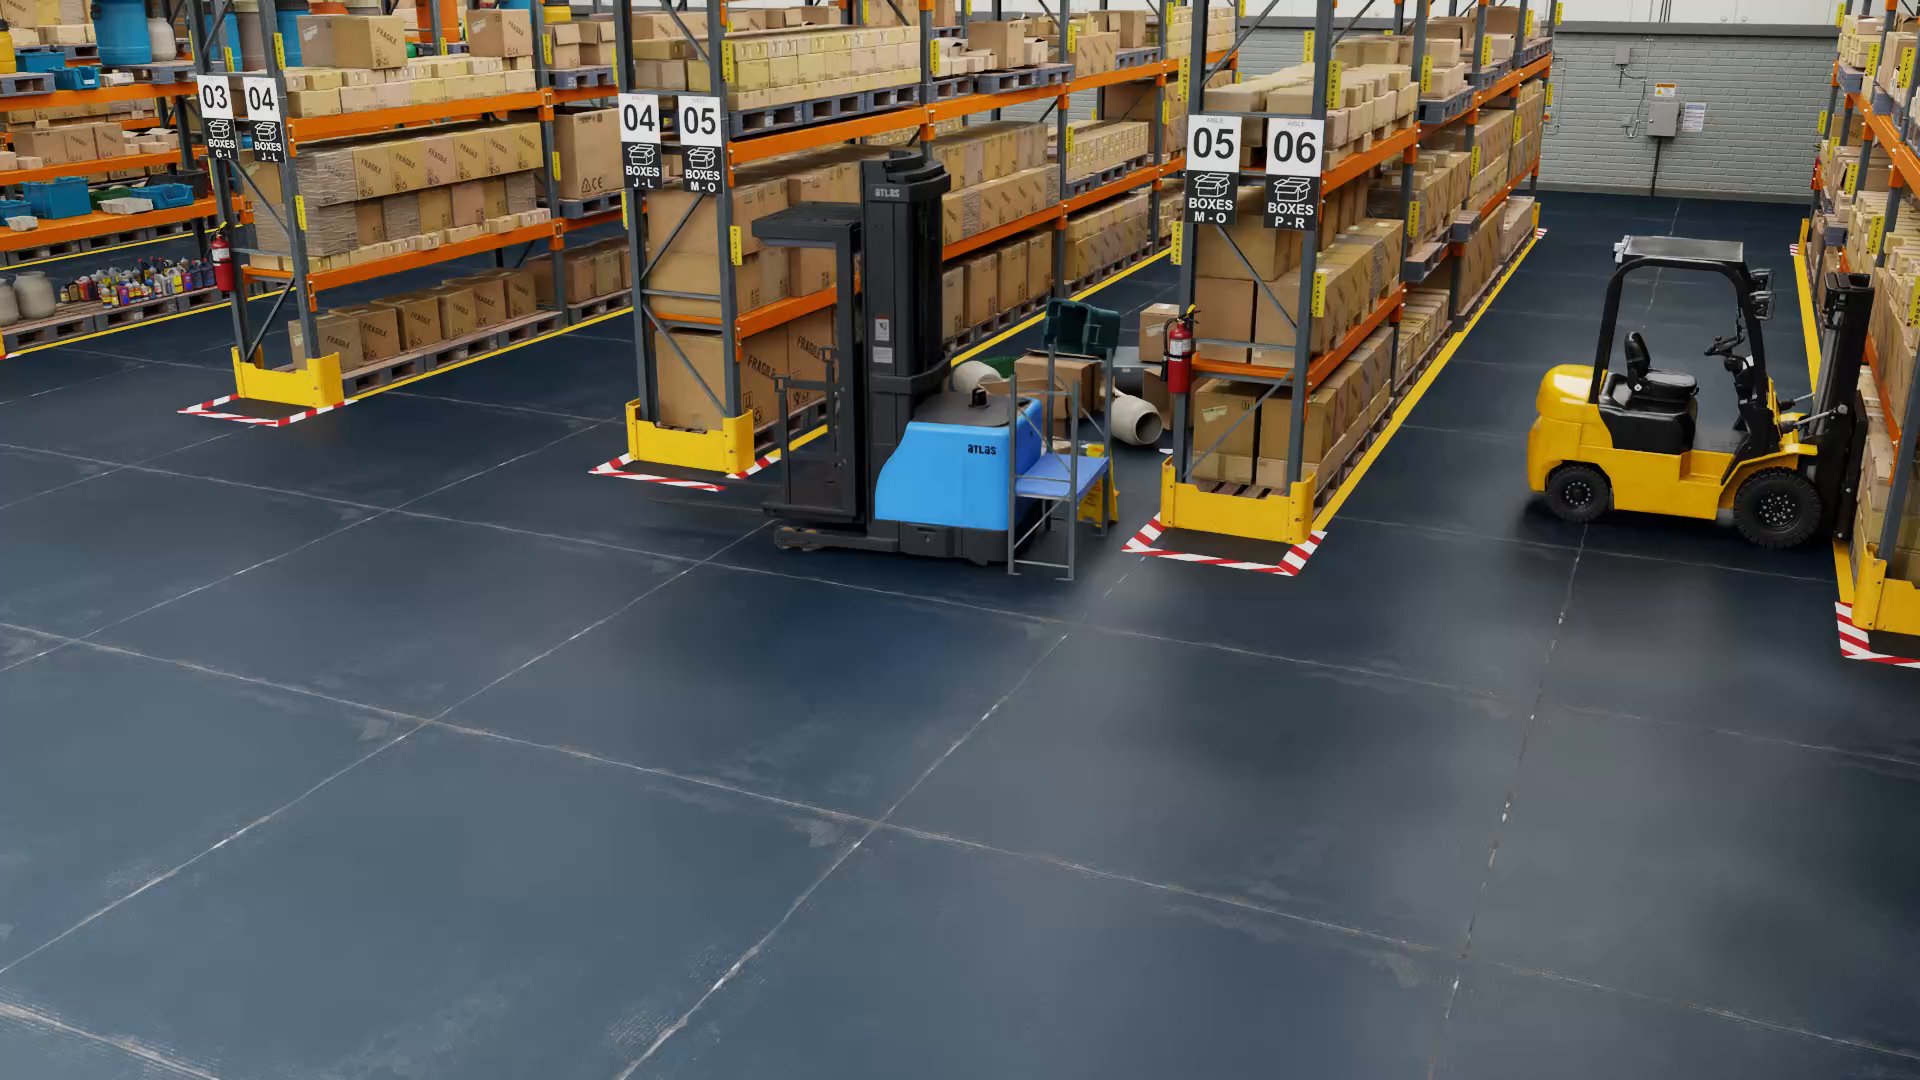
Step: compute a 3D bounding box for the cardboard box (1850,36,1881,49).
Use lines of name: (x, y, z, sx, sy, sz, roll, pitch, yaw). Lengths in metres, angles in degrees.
cardboard box: (10.889, -5.955, 19.914, 0.380, 0.149, 0.250, 8, 21, 22)

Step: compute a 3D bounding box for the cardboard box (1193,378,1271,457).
cardboard box: (2.244, -1.017, 13.708, 0.500, 0.500, 0.500, 9, 21, 23)

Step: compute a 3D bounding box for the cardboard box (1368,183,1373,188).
cardboard box: (3.772, -3.261, 16.441, 0.500, 0.500, 0.500, 8, 21, 22)

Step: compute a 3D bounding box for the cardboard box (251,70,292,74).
cardboard box: (-6.844, -4.562, 16.471, 0.380, 0.149, 0.250, 8, 21, 21)

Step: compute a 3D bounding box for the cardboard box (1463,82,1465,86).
cardboard box: (5.398, -5.018, 18.502, 0.380, 0.149, 0.250, 9, 21, 23)

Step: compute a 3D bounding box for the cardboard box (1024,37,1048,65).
cardboard box: (0.718, -5.830, 19.765, 0.500, 0.311, 0.500, 9, 21, 23)

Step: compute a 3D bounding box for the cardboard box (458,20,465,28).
cardboard box: (-9.749, -9.935, 32.175, 0.500, 0.250, 0.500, 9, 21, 23)

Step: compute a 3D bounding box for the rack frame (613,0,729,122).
rack frame: (-2.403, -4.955, 13.472, 1.000, 3.000, 0.127, 9, 21, 23)

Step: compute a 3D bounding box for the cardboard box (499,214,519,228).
cardboard box: (-5.337, -3.695, 19.257, 0.380, 0.149, 0.250, 9, 21, 23)

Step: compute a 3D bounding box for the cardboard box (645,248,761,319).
cardboard box: (-2.293, -2.319, 14.789, 0.875, 0.550, 0.550, 9, 21, 23)

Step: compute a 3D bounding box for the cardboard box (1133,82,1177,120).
cardboard box: (2.918, -6.560, 24.852, 0.500, 0.500, 0.500, 9, 22, 24)

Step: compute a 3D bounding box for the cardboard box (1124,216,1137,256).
cardboard box: (2.227, -4.399, 23.967, 0.500, 0.500, 0.500, 8, 21, 21)

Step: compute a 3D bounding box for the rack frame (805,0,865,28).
rack frame: (-1.973, -9.335, 25.788, 1.000, 3.000, 0.127, 9, 21, 23)

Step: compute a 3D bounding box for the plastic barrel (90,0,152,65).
plastic barrel: (-10.273, -6.300, 20.356, 0.600, 0.901, 0.708, 9, 21, 23)

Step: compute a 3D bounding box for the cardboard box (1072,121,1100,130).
cardboard box: (1.821, -6.013, 24.261, 0.380, 0.149, 0.250, 9, 22, 24)

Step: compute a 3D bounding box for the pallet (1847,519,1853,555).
pallet: (7.460, -0.098, 12.928, 1.003, 0.211, 1.213, 9, 21, 23)

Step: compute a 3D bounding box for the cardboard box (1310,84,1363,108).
cardboard box: (2.904, -3.445, 12.888, 0.380, 0.149, 0.250, 8, 21, 23)

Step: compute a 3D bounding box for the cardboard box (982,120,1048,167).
cardboard box: (0.680, -4.956, 20.788, 0.700, 0.500, 0.500, 8, 21, 22)

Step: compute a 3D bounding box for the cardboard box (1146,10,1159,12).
cardboard box: (2.895, -8.095, 25.660, 0.380, 0.149, 0.250, 8, 21, 22)

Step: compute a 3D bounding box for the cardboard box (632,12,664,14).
cardboard box: (-4.249, -6.719, 22.012, 0.500, 0.500, 0.500, 9, 21, 23)

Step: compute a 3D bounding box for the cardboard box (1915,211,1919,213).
cardboard box: (10.030, -3.235, 17.067, 0.500, 0.250, 0.500, 9, 22, 24)

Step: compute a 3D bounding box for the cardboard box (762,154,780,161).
cardboard box: (-2.955, -5.602, 24.095, 0.500, 0.500, 0.500, 8, 21, 21)

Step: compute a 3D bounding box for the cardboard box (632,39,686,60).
cardboard box: (-2.575, -4.194, 14.217, 0.380, 0.149, 0.250, 9, 21, 23)

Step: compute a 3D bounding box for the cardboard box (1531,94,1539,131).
cardboard box: (8.333, -6.395, 24.833, 0.500, 0.500, 0.500, 8, 21, 22)

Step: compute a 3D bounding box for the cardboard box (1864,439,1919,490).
cardboard box: (6.792, -0.514, 11.923, 0.500, 0.250, 0.500, 9, 21, 24)

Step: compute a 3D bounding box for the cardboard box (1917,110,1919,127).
cardboard box: (7.546, -3.233, 12.704, 0.380, 0.149, 0.250, 9, 22, 24)

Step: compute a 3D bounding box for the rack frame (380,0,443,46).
rack frame: (-8.130, -8.792, 24.260, 1.000, 3.000, 0.127, 9, 21, 23)

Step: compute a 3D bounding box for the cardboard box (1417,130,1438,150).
cardboard box: (5.403, -4.638, 19.892, 0.500, 0.500, 0.500, 8, 21, 21)

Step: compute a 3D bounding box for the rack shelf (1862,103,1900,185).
rack shelf: (9.141, -3.709, 15.518, 1.077, 0.370, 4.000, 9, 21, 23)

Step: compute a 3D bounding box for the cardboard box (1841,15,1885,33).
cardboard box: (12.825, -7.309, 23.600, 0.500, 0.250, 0.500, 8, 21, 22)

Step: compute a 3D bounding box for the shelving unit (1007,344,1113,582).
shelving unit: (0.755, -0.596, 12.408, 0.538, 1.500, 1.048, 6, 21, 17)

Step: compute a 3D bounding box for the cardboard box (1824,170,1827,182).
cardboard box: (12.189, -5.040, 23.039, 0.380, 0.149, 0.250, 9, 22, 24)

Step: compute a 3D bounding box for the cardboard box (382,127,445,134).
cardboard box: (-6.074, -4.313, 18.533, 0.500, 0.500, 0.500, 9, 21, 23)

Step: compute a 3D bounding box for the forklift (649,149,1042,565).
forklift: (-0.926, -1.455, 12.687, 3.031, 2.935, 1.130, 6, 20, 15)

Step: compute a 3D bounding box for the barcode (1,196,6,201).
barcode: (-13.801, -4.926, 23.984, 0.001, 0.075, 0.075, 9, 21, 23)

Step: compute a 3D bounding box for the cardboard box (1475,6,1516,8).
cardboard box: (7.744, -7.481, 24.126, 0.500, 0.500, 0.500, 9, 21, 24)

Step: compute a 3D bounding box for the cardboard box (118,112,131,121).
cardboard box: (-15.854, -7.988, 31.300, 0.380, 0.149, 0.250, 9, 21, 23)

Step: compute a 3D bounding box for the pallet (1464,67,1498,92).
pallet: (5.645, -5.454, 19.634, 1.213, 0.211, 1.003, 10, 22, 25)

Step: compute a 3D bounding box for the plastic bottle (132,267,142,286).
plastic bottle: (-10.580, -3.367, 21.374, 0.097, 0.271, 0.097, 0, 20, 0)

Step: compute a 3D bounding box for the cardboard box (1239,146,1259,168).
cardboard box: (2.045, -2.923, 12.609, 0.380, 0.149, 0.250, 9, 21, 23)

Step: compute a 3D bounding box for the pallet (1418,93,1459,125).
pallet: (4.142, -4.202, 16.111, 1.213, 0.211, 1.003, 9, 21, 23)

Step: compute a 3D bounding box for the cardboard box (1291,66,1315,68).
cardboard box: (3.169, -4.159, 14.896, 0.380, 0.149, 0.250, 8, 21, 21)

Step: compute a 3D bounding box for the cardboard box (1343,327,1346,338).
cardboard box: (2.976, -1.741, 13.764, 0.380, 0.149, 0.250, 9, 22, 24)

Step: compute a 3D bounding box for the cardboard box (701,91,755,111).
cardboard box: (-1.970, -3.729, 14.101, 0.380, 0.149, 0.250, 9, 21, 23)

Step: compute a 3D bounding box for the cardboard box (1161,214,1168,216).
cardboard box: (2.973, -4.948, 25.590, 0.380, 0.149, 0.250, 9, 21, 23)

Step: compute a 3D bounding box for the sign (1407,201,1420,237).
sign: (4.290, -3.039, 15.745, 0.100, 0.325, 0.005, 9, 21, 23)

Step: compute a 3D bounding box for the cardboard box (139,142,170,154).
cardboard box: (-12.763, -6.215, 26.342, 0.380, 0.149, 0.250, 9, 21, 23)

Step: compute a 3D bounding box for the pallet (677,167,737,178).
pallet: (-3.806, -4.963, 22.733, 1.213, 0.211, 1.003, 9, 21, 23)

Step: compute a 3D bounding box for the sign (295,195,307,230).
sign: (-6.392, -3.173, 16.124, 0.100, 0.325, 0.005, 9, 21, 23)

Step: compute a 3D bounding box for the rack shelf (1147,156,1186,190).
rack shelf: (3.330, -6.069, 26.632, 1.077, 0.370, 4.000, 9, 21, 23)

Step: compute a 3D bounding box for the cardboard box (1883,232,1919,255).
cardboard box: (7.921, -2.459, 13.846, 0.380, 0.149, 0.250, 9, 21, 24)

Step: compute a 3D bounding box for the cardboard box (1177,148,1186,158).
cardboard box: (3.304, -6.048, 25.875, 0.380, 0.149, 0.250, 9, 21, 24)

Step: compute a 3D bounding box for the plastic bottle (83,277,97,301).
plastic bottle: (-10.828, -3.128, 20.684, 0.061, 0.283, 0.133, 9, 21, 23)

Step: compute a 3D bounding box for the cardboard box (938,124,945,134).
cardboard box: (-0.493, -7.226, 29.185, 0.380, 0.149, 0.250, 9, 21, 24)

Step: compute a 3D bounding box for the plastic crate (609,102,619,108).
plastic crate: (-5.897, -7.485, 29.354, 0.402, 0.464, 0.583, 9, 21, 23)

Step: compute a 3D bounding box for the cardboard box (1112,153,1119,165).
cardboard box: (1.998, -5.329, 23.225, 0.380, 0.149, 0.250, 10, 22, 25)
